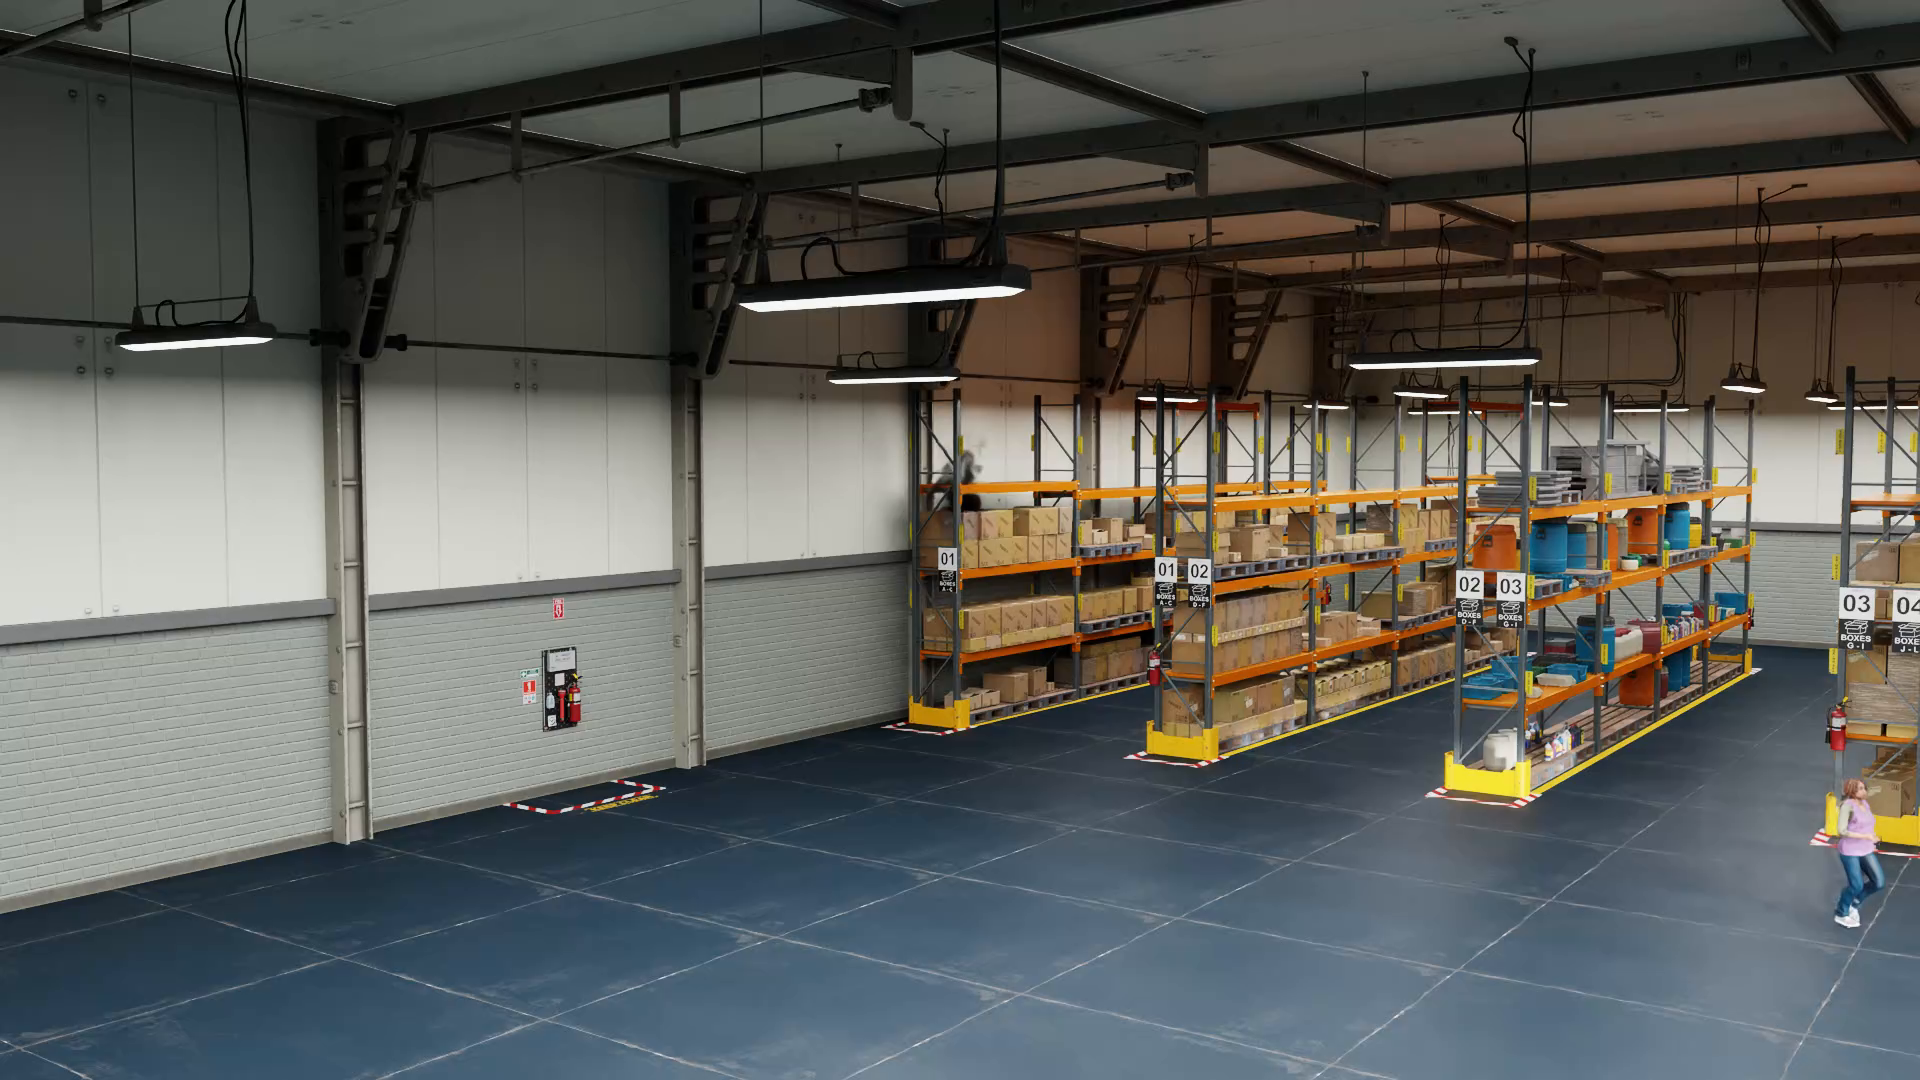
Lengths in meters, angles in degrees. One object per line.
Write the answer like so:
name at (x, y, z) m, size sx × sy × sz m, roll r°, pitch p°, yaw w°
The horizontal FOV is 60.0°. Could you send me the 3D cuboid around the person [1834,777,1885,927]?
person at (9.283, 3.231, 17.123) m, size 0.522 × 1.559 × 0.555 m, roll -1°, pitch 4°, yaw -24°
